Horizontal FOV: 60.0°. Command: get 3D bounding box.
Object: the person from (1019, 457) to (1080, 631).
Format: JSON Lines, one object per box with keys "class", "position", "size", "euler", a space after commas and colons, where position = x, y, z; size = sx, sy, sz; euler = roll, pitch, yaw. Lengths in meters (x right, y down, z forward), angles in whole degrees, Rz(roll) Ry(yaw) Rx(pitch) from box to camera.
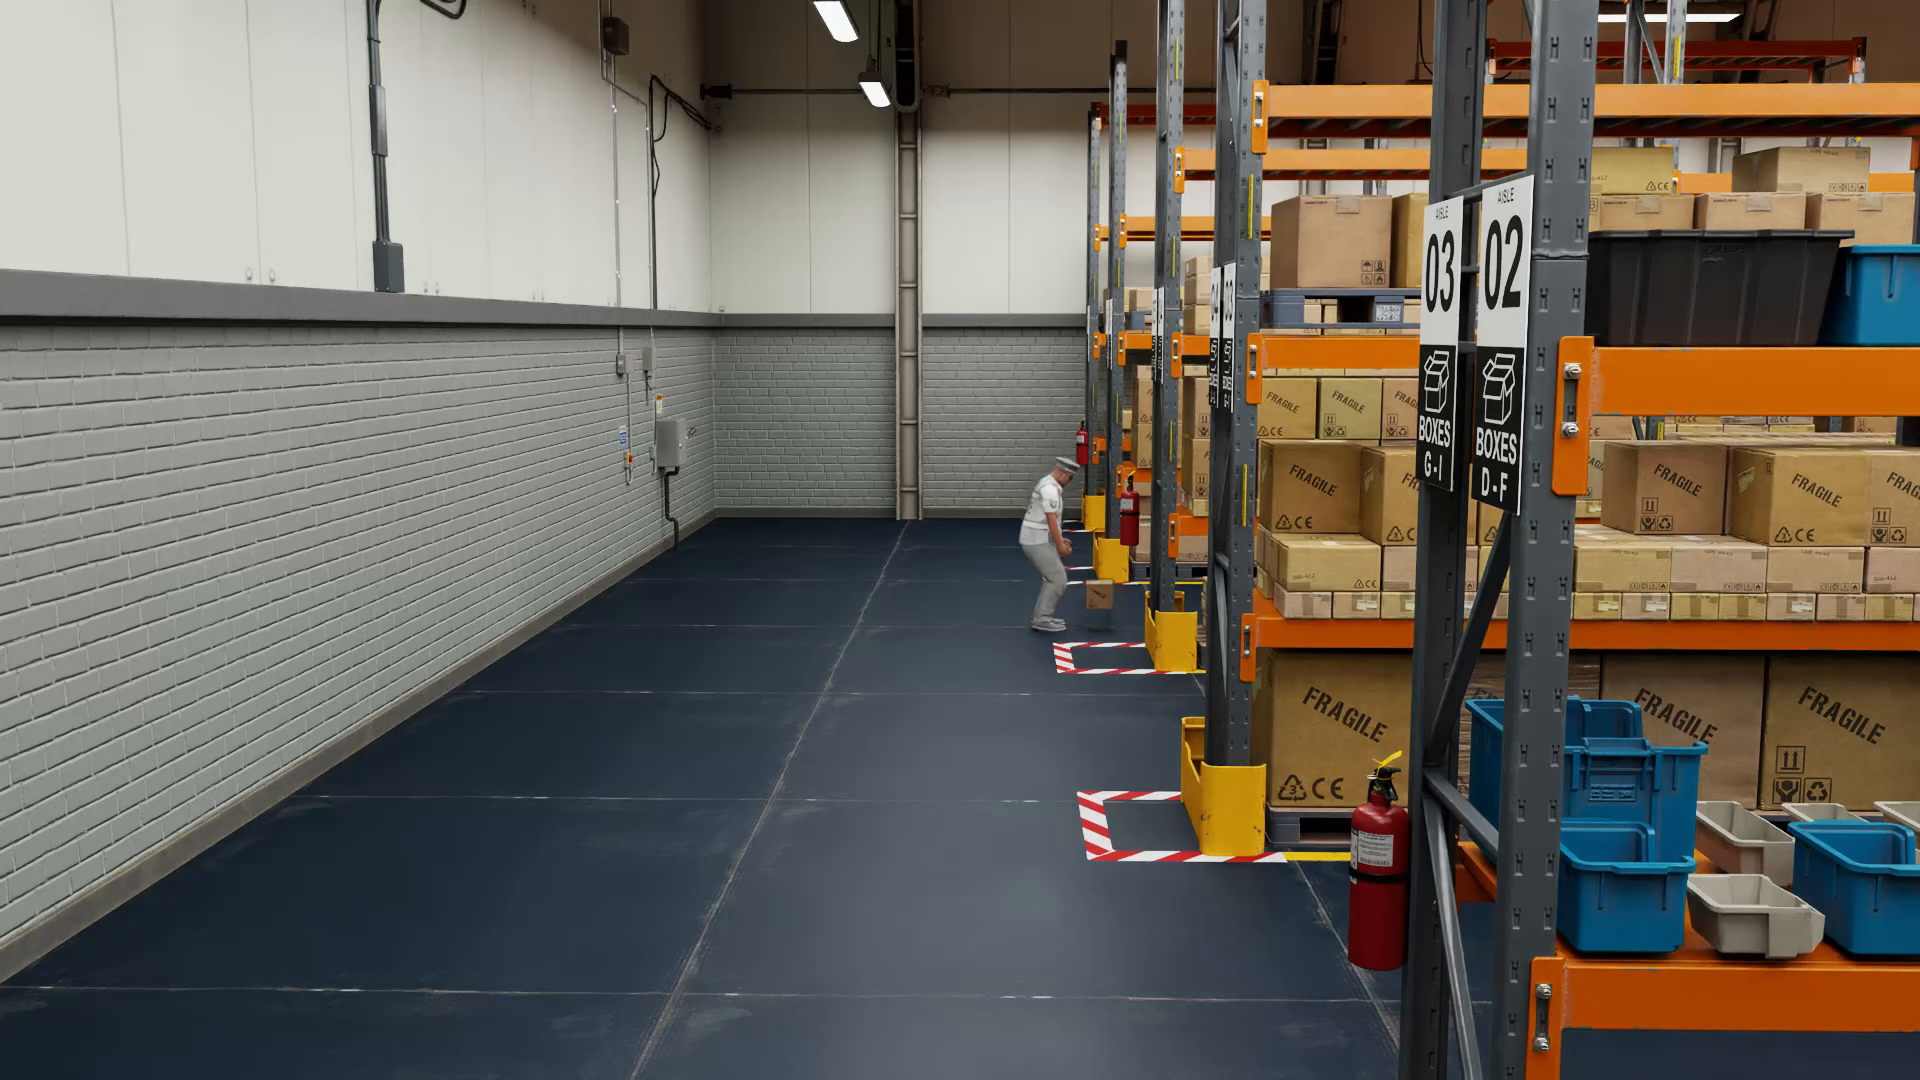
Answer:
{"class": "person", "position": [0.857, 0.031, 15.962], "size": [0.585, 1.650, 0.571], "euler": [0, 7, 2]}
